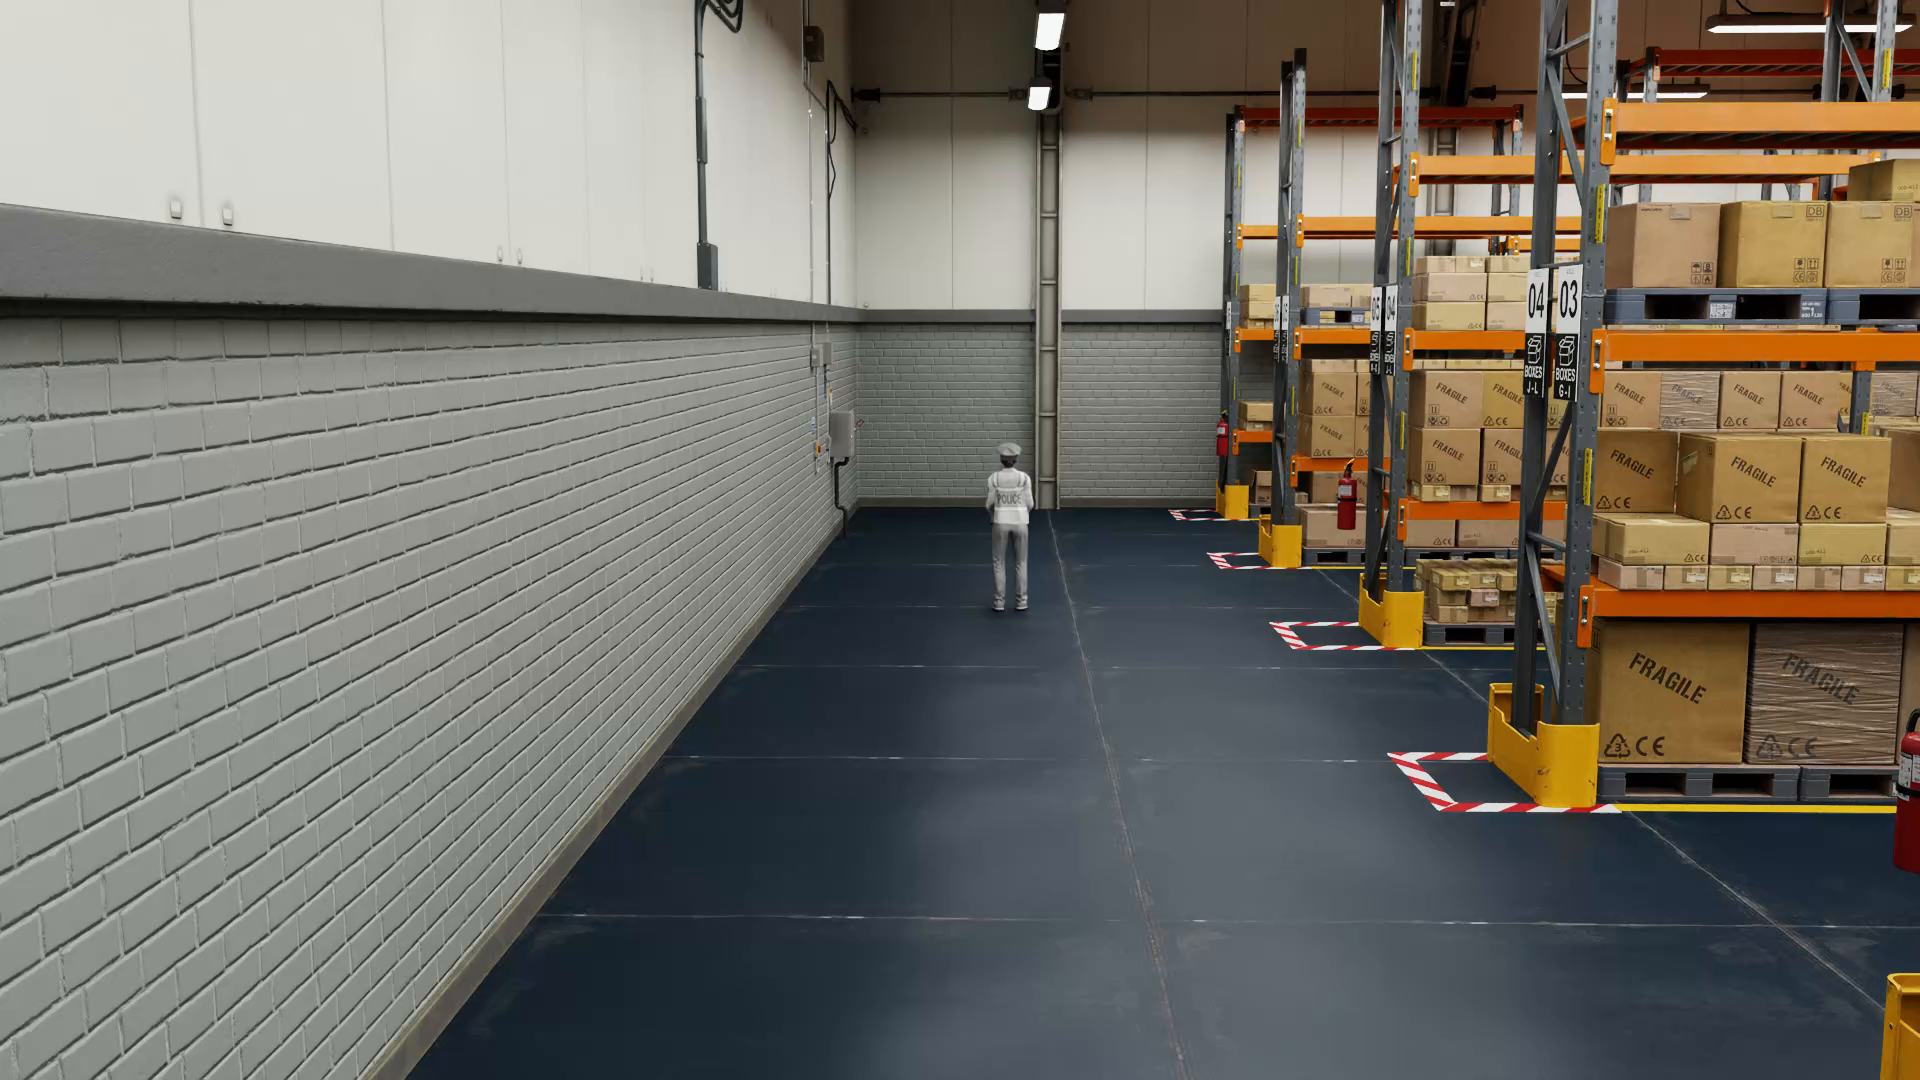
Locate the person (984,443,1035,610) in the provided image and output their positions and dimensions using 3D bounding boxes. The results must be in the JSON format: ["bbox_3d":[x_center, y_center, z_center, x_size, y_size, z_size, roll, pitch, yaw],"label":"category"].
[{"bbox_3d":[0.494,-0.124,16.681,0.507,1.675,0.359,0,7,0],"label":"person"}]
